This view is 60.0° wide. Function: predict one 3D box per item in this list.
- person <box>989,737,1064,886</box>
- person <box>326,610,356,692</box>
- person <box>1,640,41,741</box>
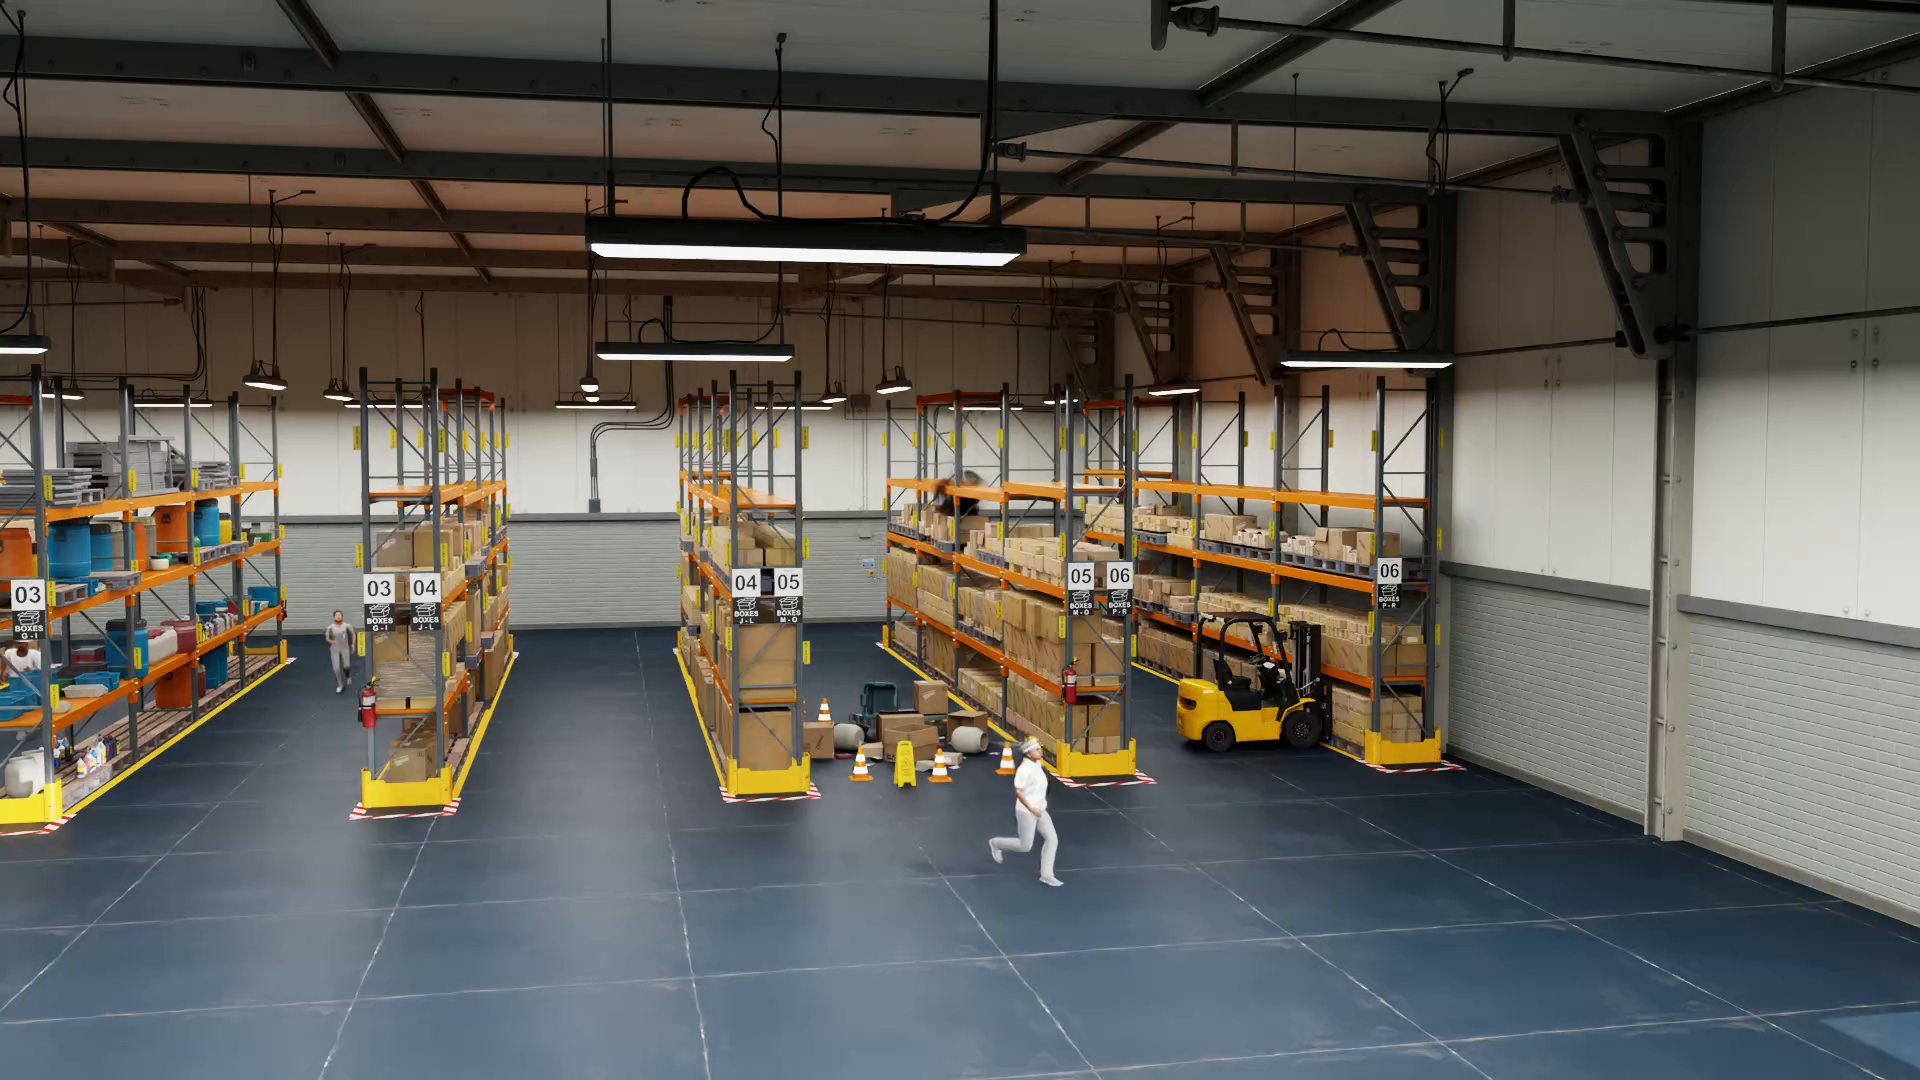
[{"bbox_3d":[0.777,3.067,18.888,0.891,1.678,0.564,2,4,33],"label":"person"},{"bbox_3d":[-12.367,2.220,33.224,0.572,1.633,0.578,-1,4,-21],"label":"person"},{"bbox_3d":[-15.751,2.467,27.959,0.729,1.785,0.835,-1,4,-17],"label":"person"}]
